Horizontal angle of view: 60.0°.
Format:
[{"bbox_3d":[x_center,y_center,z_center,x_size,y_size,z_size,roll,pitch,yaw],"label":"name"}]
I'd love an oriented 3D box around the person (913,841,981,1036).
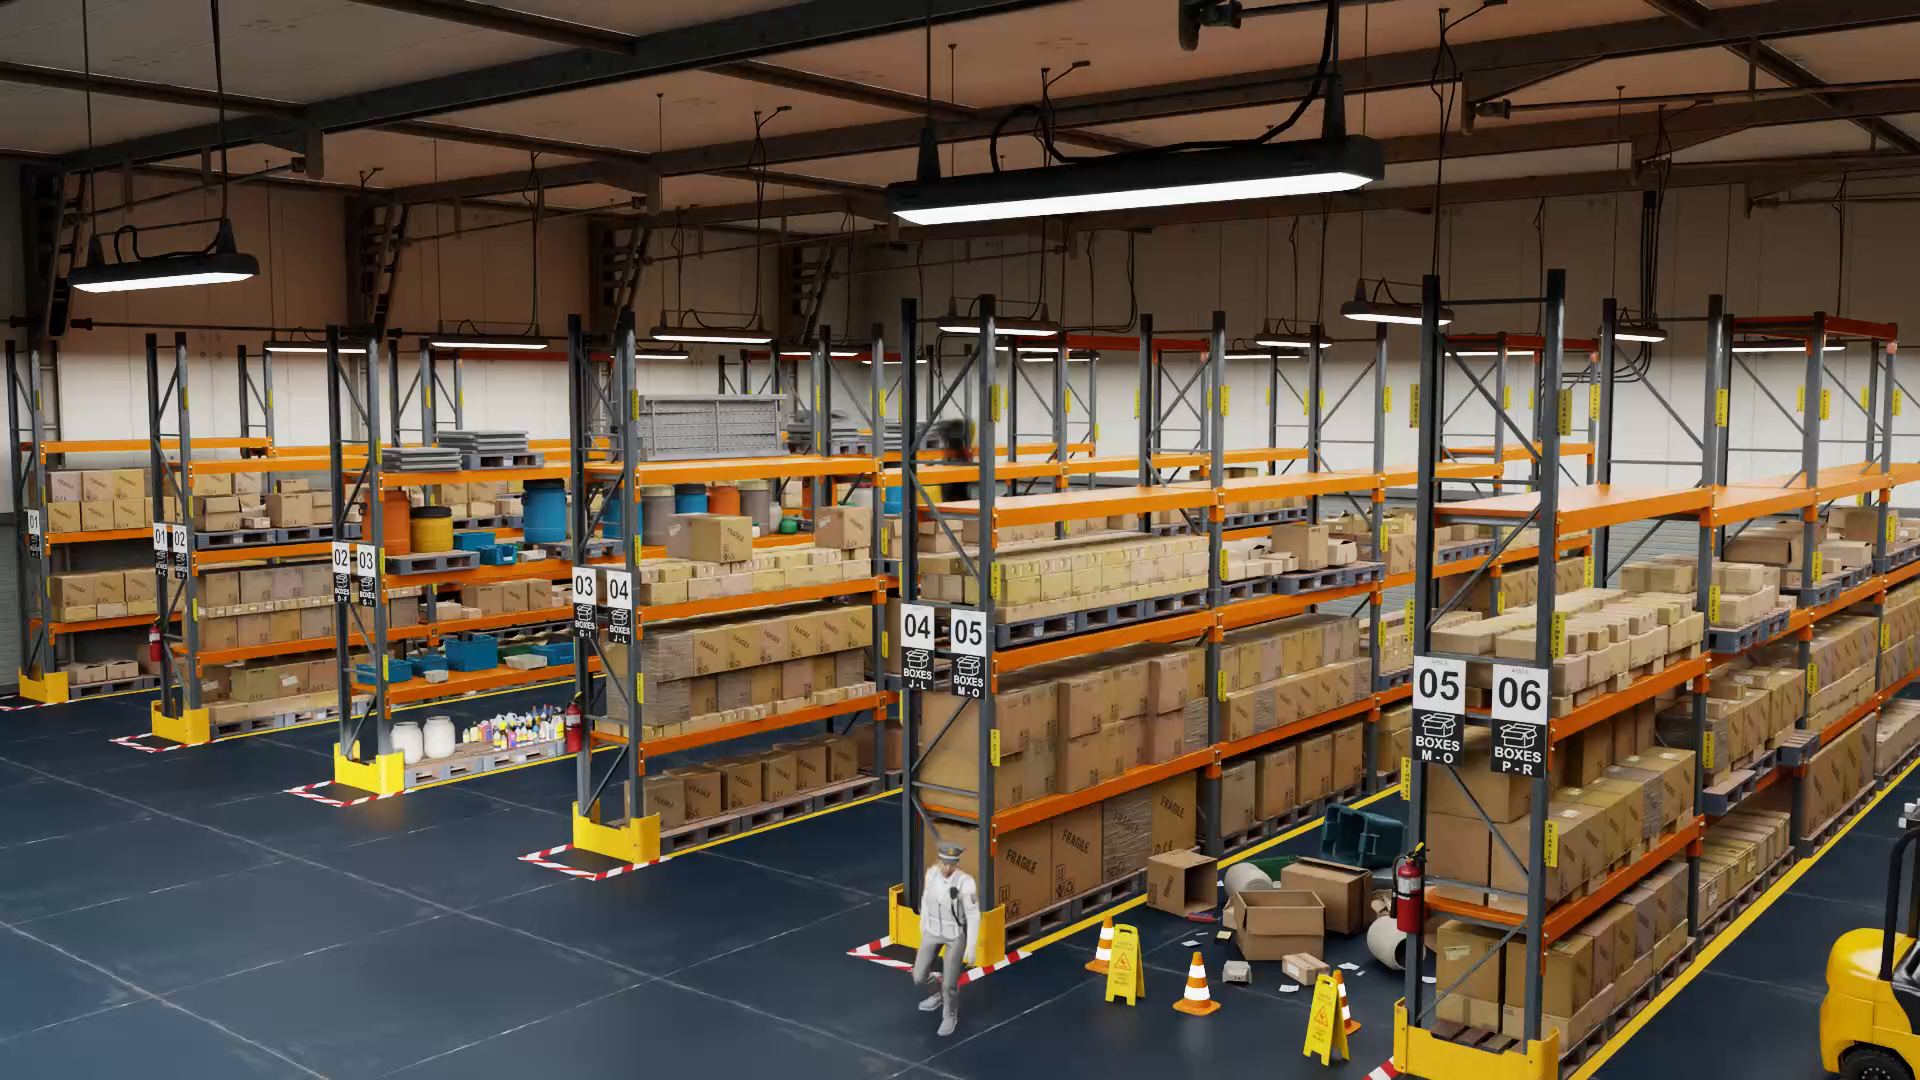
[{"bbox_3d":[-0.093,3.171,13.315,0.615,1.627,0.569,2,5,20],"label":"person"}]
